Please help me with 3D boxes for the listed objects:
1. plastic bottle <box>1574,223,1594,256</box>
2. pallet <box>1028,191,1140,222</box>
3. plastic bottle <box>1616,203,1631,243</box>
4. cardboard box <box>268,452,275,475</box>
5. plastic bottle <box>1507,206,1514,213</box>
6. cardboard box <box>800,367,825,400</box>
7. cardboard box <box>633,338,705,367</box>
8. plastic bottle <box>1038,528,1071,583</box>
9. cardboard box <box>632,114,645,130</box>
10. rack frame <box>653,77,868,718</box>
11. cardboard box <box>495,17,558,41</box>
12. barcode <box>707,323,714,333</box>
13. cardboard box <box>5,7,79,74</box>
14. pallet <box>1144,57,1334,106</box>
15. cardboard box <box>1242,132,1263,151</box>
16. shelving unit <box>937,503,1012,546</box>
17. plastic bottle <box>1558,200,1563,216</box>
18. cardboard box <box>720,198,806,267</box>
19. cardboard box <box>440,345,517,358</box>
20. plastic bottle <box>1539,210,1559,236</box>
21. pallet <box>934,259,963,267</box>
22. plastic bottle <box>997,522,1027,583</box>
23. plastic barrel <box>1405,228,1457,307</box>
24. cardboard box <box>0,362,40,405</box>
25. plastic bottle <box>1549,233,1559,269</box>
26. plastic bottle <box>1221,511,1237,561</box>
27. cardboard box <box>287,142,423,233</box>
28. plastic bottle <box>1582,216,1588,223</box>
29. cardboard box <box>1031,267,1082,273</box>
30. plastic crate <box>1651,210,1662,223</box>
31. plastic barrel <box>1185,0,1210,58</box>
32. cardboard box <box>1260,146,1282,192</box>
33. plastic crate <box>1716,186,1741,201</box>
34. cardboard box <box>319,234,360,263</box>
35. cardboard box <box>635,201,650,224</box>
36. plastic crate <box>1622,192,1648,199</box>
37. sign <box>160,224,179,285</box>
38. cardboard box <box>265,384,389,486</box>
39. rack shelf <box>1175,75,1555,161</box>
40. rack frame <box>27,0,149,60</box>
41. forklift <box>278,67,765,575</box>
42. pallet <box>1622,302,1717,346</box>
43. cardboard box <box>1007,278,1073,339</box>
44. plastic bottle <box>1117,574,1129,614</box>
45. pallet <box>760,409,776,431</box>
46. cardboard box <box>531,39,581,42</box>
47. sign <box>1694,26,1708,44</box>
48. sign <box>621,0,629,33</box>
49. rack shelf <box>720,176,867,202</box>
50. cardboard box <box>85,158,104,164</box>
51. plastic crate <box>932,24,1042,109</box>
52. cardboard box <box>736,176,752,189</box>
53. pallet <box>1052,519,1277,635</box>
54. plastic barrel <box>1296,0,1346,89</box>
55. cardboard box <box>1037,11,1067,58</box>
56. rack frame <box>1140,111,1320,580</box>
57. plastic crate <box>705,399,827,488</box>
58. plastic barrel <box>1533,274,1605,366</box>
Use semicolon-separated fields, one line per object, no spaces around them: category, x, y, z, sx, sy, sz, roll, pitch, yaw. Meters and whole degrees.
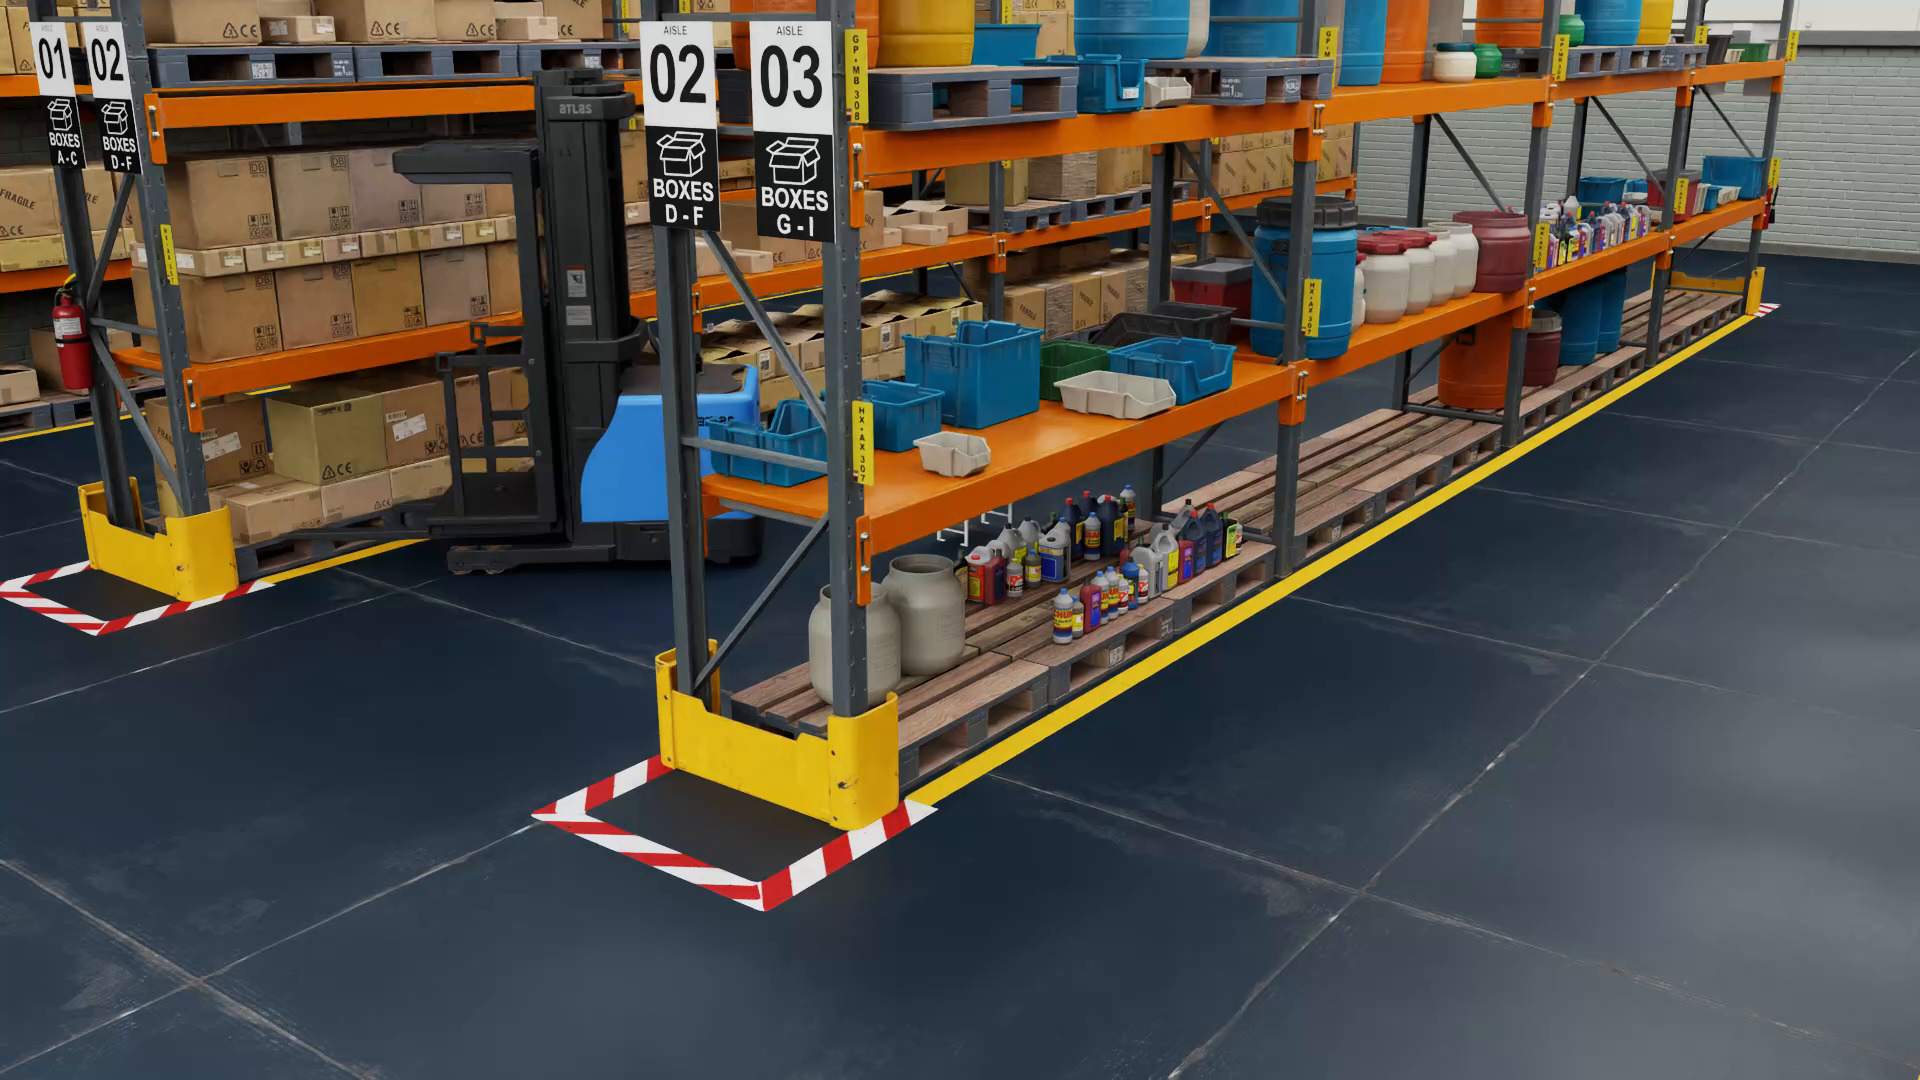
plastic bottle;5.297;-2.563;14.149;0.152;0.276;0.135;12;21;35
pallet;1.132;-3.495;17.263;1.003;0.211;1.213;12;21;35
plastic bottle;5.941;-2.854;14.961;0.144;0.351;0.185;12;21;35
cardboard box;-4.419;-0.405;10.920;0.500;0.250;0.500;12;21;35
plastic bottle;4.850;-2.773;14.698;0.144;0.351;0.185;12;21;35
cardboard box;-1.355;-1.355;13.976;0.500;0.250;0.500;12;21;33
cardboard box;-2.395;-1.472;13.408;0.500;0.311;0.500;12;21;35
plastic bottle;0.524;0.083;9.271;0.152;0.276;0.135;12;21;35
cardboard box;-3.509;-4.624;18.606;0.500;0.250;0.500;13;22;36
rack frame;-0.814;-0.341;6.783;1.000;3.000;0.127;12;21;35
cardboard box;-2.905;-3.414;11.101;0.380;0.149;0.250;12;21;35
barcode;-1.920;-1.632;12.794;0.001;0.075;0.075;12;21;35
cardboard box;-7.413;-3.994;13.287;0.500;0.500;0.500;14;22;38
pallet;1.218;-2.447;8.825;1.213;0.211;1.003;12;21;35
cardboard box;3.174;-4.786;19.242;0.500;0.500;0.500;12;21;33
shelving unit;0.099;-0.612;10.693;0.258;1.200;0.503;12;21;35
plastic bottle;5.696;-3.099;15.863;0.061;0.283;0.133;12;21;35
cardboard box;-1.622;-2.523;13.641;0.500;0.500;0.500;14;22;39
cardboard box;-3.530;-1.122;11.962;0.500;0.500;0.500;12;21;35
plastic bottle;5.325;-2.849;15.070;0.152;0.276;0.135;12;21;35
pallet;-0.378;-4.077;23.516;1.003;0.211;1.213;12;21;35
plastic bottle;0.279;0.071;9.182;0.144;0.351;0.185;13;22;37
plastic barrel;3.261;-1.916;11.668;0.421;0.512;0.421;0;17;0
cardboard box;-7.946;-1.302;13.670;0.500;0.311;0.500;15;22;39
plastic bottle;4.746;-2.343;13.440;0.152;0.276;0.135;12;21;35
plastic bottle;1.548;-0.033;9.632;0.061;0.283;0.133;14;22;37
cardboard box;-3.861;-2.252;10.582;0.700;0.500;0.500;13;21;35
plastic bottle;5.513;-2.709;14.628;0.097;0.271;0.097;0;17;0
cardboard box;0.962;-2.652;17.699;0.500;0.500;0.500;11;21;33
plastic crate;6.728;-3.187;16.292;0.396;0.136;0.243;12;21;35
plastic barrel;1.155;-2.912;9.108;0.421;0.512;0.421;0;17;0
cardboard box;3.485;-4.437;19.806;0.500;0.500;0.500;12;21;34
plastic crate;8.379;-3.828;18.356;0.396;0.136;0.243;12;21;35
cardboard box;-3.926;-1.812;10.258;0.380;0.149;0.250;12;21;34
cardboard box;-2.396;-2.424;12.231;0.380;0.149;0.250;12;21;35
plastic crate;7.132;-3.569;17.523;0.293;0.136;0.466;12;21;35
sign;-4.347;-1.569;9.144;0.100;0.325;0.005;12;21;35
cardboard box;-3.995;-0.670;10.508;0.500;0.500;0.500;12;21;35
rack shelf;2.761;-2.859;11.046;1.077;0.370;4.000;12;21;35
rack frame;-4.790;-4.082;8.715;1.000;3.000;0.127;12;21;35
forklift;-2.773;-1.352;10.154;3.031;2.935;1.130;-1;17;-4
pallet;7.470;-2.341;17.926;1.003;0.211;1.213;12;21;35
cardboard box;0.785;-2.322;16.637;0.500;0.500;0.500;12;21;33
plastic bottle;0.840;0.280;8.761;0.097;0.201;0.097;0;17;0
pallet;-1.999;-1.020;13.673;1.003;0.211;1.213;12;21;35
cardboard box;-4.216;-5.177;17.416;0.500;0.311;0.500;12;21;35
sign;6.777;-4.538;15.226;0.100;0.325;0.005;12;21;35
sign;-3.569;-5.580;17.724;0.100;0.325;0.005;12;21;35
rack shelf;-2.812;-4.129;20.197;1.077;0.370;4.000;12;21;35
cardboard box;-7.447;-3.025;14.381;0.500;0.500;0.500;13;22;36
plastic crate;0.081;-2.273;7.974;0.392;0.384;0.575;12;21;35
cardboard box;-2.716;-4.291;19.894;0.380;0.149;0.250;13;21;35
pallet;1.136;0.191;9.773;1.003;0.211;1.213;12;21;35
plastic barrel;2.088;-3.280;10.347;0.600;0.901;0.600;0;17;0
cardboard box;0.514;-4.834;16.025;0.910;0.500;0.500;12;21;35
rack frame;1.570;-1.293;9.851;1.000;3.000;0.127;12;21;35
plastic crate;-0.756;-0.442;7.359;0.499;0.251;0.616;12;21;35
plastic barrel;5.577;-2.102;15.285;0.600;0.901;0.708;12;21;35
